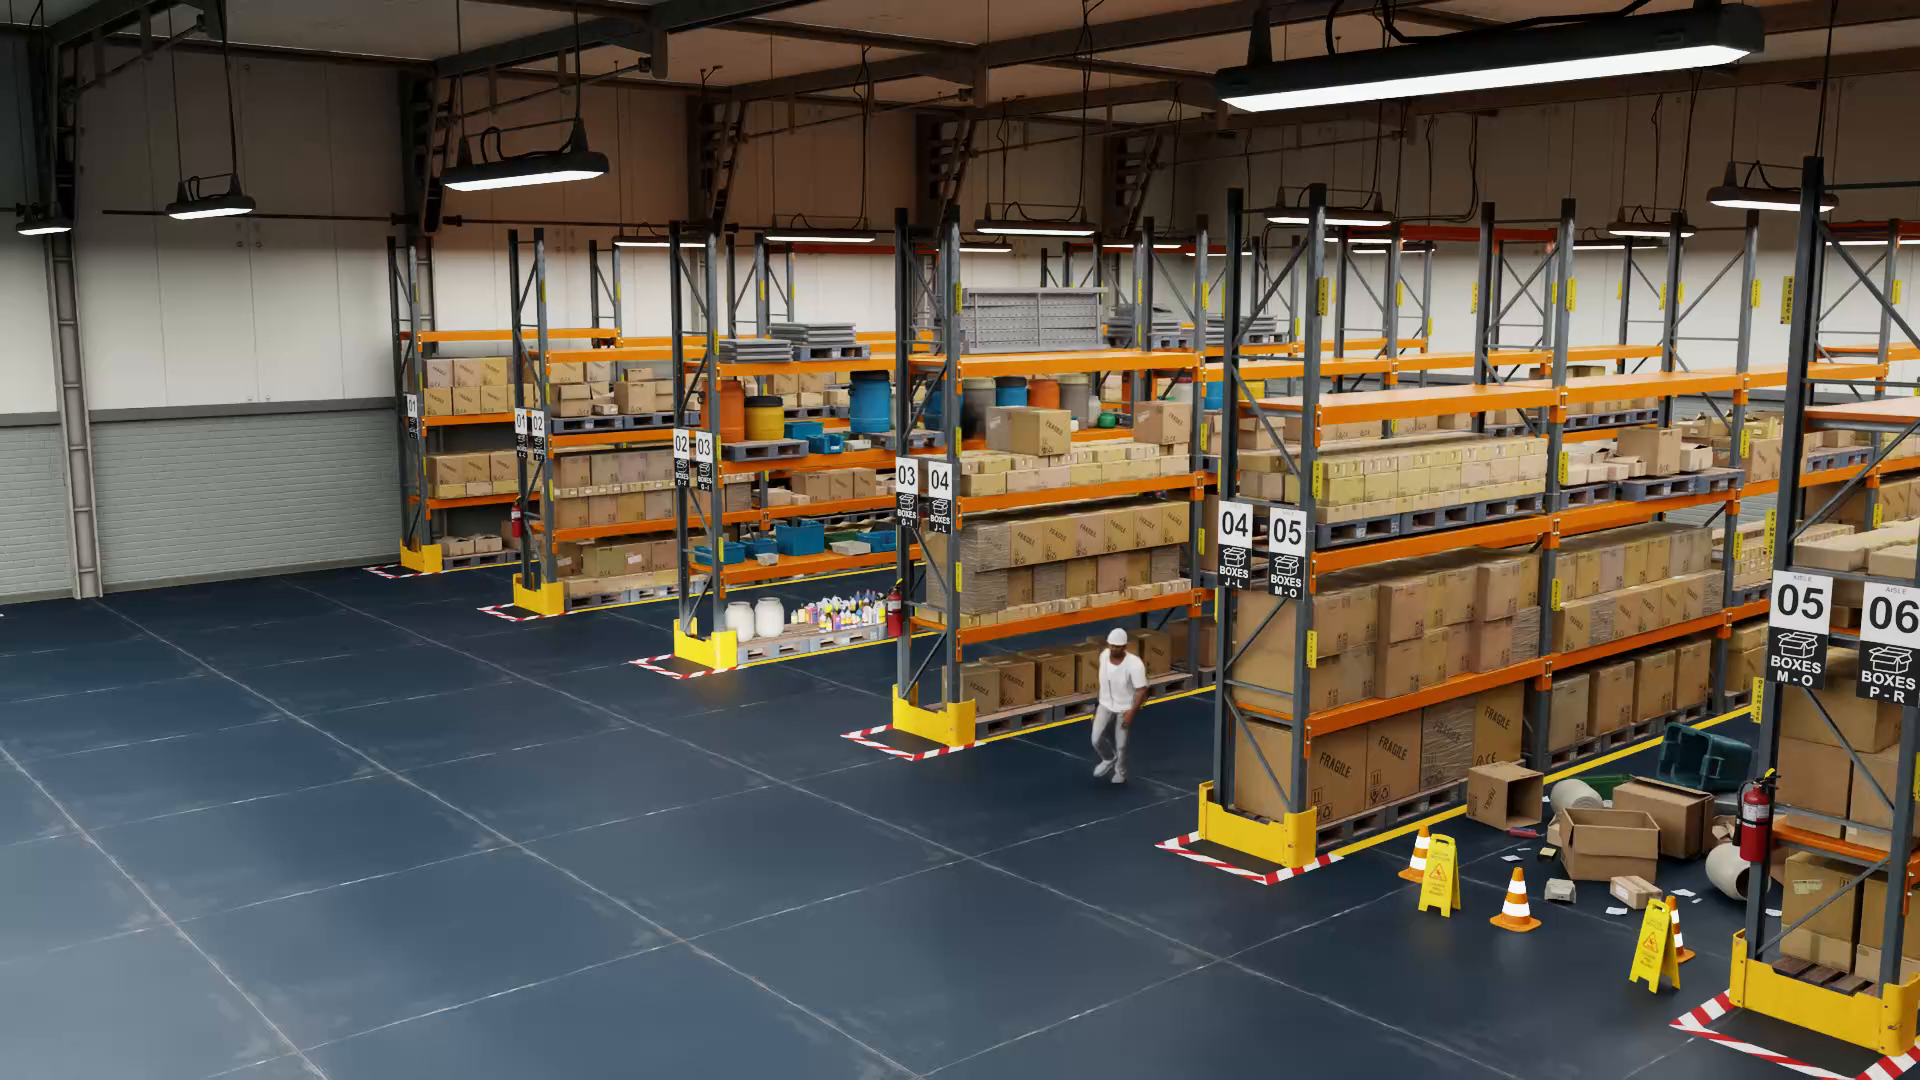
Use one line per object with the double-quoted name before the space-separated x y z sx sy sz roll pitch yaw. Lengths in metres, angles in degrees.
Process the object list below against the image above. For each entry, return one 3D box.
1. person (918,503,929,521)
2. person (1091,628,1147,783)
"person" -0.811 -1.016 35.030 0.664 1.614 0.936 4 10 27
"person" 1.648 1.708 17.066 0.658 1.700 0.733 5 10 30
